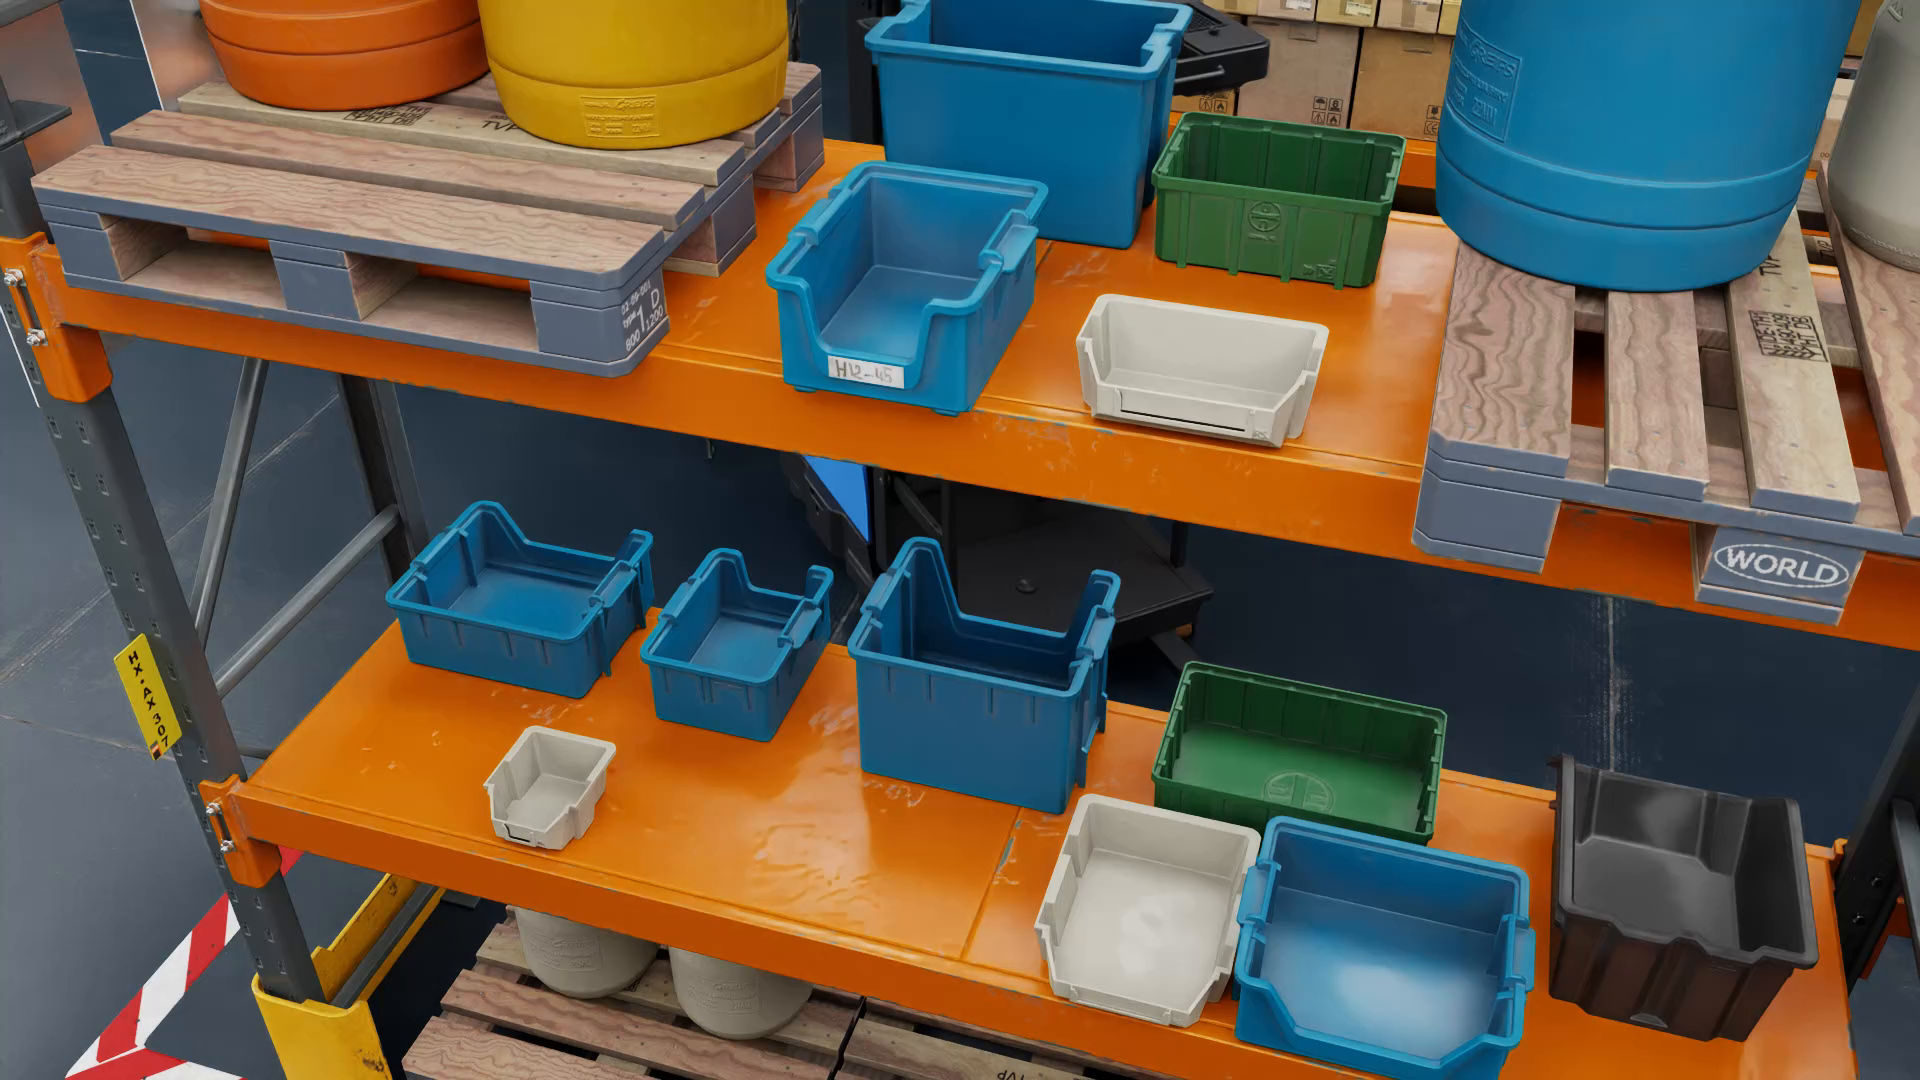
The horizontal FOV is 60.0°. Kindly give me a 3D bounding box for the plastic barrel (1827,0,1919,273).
[{"bbox_3d":[1.696,-0.724,2.724,0.421,0.512,0.421,0,36,0],"label":"plastic barrel"}]

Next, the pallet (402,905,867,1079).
[{"bbox_3d":[-0.909,1.435,5.122,1.213,0.211,1.003,10,38,14],"label":"pallet"}]

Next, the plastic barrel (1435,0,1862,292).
[{"bbox_3d":[1.131,-0.930,2.675,0.708,0.901,0.600,10,38,14],"label":"plastic barrel"}]

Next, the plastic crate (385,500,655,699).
[{"bbox_3d":[-1.202,0.158,4.631,0.616,0.251,0.499,10,38,14],"label":"plastic crate"}]

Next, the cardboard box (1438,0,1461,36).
[{"bbox_3d":[2.235,-2.326,7.248,0.250,0.149,0.380,10,38,14],"label":"cardboard box"}]

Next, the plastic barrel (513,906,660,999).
[{"bbox_3d":[-1.118,1.085,4.990,0.421,0.512,0.421,0,36,0],"label":"plastic barrel"}]

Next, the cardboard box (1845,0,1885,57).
[{"bbox_3d":[6.218,-3.707,11.493,0.500,0.500,0.700,10,37,13],"label":"cardboard box"}]

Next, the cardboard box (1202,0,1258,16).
[{"bbox_3d":[1.251,-2.507,7.494,0.250,0.149,0.380,10,38,13],"label":"cardboard box"}]

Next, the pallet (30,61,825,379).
[{"bbox_3d":[-1.009,-0.752,3.370,1.213,0.211,1.003,10,38,14],"label":"pallet"}]

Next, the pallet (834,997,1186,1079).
[{"bbox_3d":[0.252,1.652,4.828,1.213,0.211,1.003,10,38,14],"label":"pallet"}]

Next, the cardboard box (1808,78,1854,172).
[{"bbox_3d":[4.012,-1.794,7.283,0.500,0.250,0.500,13,38,17],"label":"cardboard box"}]

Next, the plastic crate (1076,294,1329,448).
[{"bbox_3d":[0.396,-0.271,2.780,0.396,0.136,0.243,10,38,14],"label":"plastic crate"}]

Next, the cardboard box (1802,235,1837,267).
[{"bbox_3d":[4.001,-1.295,7.971,0.500,0.311,0.500,10,38,14],"label":"cardboard box"}]

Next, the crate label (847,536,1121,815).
[{"bbox_3d":[0.068,0.337,4.232,0.616,0.435,0.502,10,38,14],"label":"crate label"}]

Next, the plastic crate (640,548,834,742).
[{"bbox_3d":[-0.584,0.276,4.470,0.408,0.251,0.499,10,38,14],"label":"plastic crate"}]

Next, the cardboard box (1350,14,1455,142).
[{"bbox_3d":[2.121,-2.212,7.640,0.500,0.500,0.700,11,38,15],"label":"cardboard box"}]

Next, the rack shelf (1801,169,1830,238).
[{"bbox_3d":[5.438,-1.273,7.056,4.000,0.370,1.077,10,38,14],"label":"rack shelf"}]

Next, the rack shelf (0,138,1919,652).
[{"bbox_3d":[0.140,-0.386,3.321,4.000,0.370,1.077,10,38,14],"label":"rack shelf"}]

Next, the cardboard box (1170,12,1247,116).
[{"bbox_3d":[1.128,-2.393,7.886,0.500,0.500,0.700,11,38,14],"label":"cardboard box"}]

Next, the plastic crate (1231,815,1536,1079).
[{"bbox_3d":[0.911,0.904,3.617,0.616,0.251,0.499,10,38,14],"label":"plastic crate"}]

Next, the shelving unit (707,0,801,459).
[{"bbox_3d":[-0.923,-1.342,7.302,0.503,2.100,0.431,0,36,0],"label":"shelving unit"}]

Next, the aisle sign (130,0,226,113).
[{"bbox_3d":[-1.750,-1.049,3.952,0.004,0.787,0.394,10,38,14],"label":"aisle sign"}]

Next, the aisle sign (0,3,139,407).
[{"bbox_3d":[-1.925,-0.715,3.498,0.004,0.787,0.394,10,38,14],"label":"aisle sign"}]

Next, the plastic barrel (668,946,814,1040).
[{"bbox_3d":[-0.640,1.173,4.870,0.421,0.512,0.421,0,36,0],"label":"plastic barrel"}]

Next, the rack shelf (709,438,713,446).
[{"bbox_3d":[-0.923,-0.767,7.725,0.480,0.518,0.431,0,36,0],"label":"rack shelf"}]

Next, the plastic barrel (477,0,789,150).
[{"bbox_3d":[-0.643,-1.145,3.231,0.600,0.588,0.600,0,36,0],"label":"plastic barrel"}]

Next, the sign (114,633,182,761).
[{"bbox_3d":[-1.938,0.378,3.973,0.005,0.325,0.100,10,38,14],"label":"sign"}]

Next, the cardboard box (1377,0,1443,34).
[{"bbox_3d":[1.994,-2.370,7.308,0.250,0.149,0.380,12,38,15],"label":"cardboard box"}]

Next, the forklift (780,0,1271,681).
[{"bbox_3d":[0.290,-0.810,5.878,1.130,2.935,3.031,-16,39,-21],"label":"forklift"}]

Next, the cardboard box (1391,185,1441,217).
[{"bbox_3d":[2.069,-1.420,7.981,0.500,0.500,0.500,10,38,14],"label":"cardboard box"}]

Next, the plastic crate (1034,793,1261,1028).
[{"bbox_3d":[0.423,0.848,3.790,0.437,0.136,0.530,10,38,14],"label":"plastic crate"}]

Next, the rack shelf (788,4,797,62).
[{"bbox_3d":[-0.923,-1.895,6.895,0.480,0.518,0.431,0,36,0],"label":"rack shelf"}]

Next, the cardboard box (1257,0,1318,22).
[{"bbox_3d":[1.488,-2.461,7.432,0.250,0.149,0.380,11,38,14],"label":"cardboard box"}]

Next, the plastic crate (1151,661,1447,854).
[{"bbox_3d":[0.837,0.571,4.122,0.662,0.188,0.450,10,38,14],"label":"plastic crate"}]

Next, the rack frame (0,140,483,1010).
[{"bbox_3d":[-1.769,0.179,4.477,0.127,3.000,1.000,10,38,14],"label":"rack frame"}]

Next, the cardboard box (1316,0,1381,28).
[{"bbox_3d":[1.740,-2.415,7.369,0.250,0.149,0.380,12,38,15],"label":"cardboard box"}]

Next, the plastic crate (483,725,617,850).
[{"bbox_3d":[-1.011,0.625,4.093,0.250,0.136,0.298,10,38,14],"label":"plastic crate"}]

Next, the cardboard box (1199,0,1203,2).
[{"bbox_3d":[1.007,-2.552,7.555,0.250,0.149,0.380,9,37,12],"label":"cardboard box"}]

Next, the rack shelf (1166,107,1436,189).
[{"bbox_3d":[1.620,-1.980,8.017,4.000,0.370,1.077,10,38,14],"label":"rack shelf"}]

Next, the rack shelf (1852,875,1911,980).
[{"bbox_3d":[3.958,1.529,3.249,4.000,0.370,1.077,10,38,14],"label":"rack shelf"}]

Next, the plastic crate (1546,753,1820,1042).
[{"bbox_3d":[1.587,0.746,3.758,0.504,0.338,0.767,10,38,14],"label":"plastic crate"}]

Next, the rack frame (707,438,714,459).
[{"bbox_3d":[-1.167,-1.341,7.301,0.015,2.100,0.400,0,36,0],"label":"rack frame"}]

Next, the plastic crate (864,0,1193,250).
[{"bbox_3d":[0.141,-0.856,3.366,0.575,0.384,0.392,10,38,14],"label":"plastic crate"}]

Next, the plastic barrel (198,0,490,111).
[{"bbox_3d":[-1.268,-1.358,3.317,0.708,0.830,0.600,10,38,14],"label":"plastic barrel"}]

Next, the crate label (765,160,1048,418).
[{"bbox_3d":[-0.081,-0.452,2.928,0.408,0.251,0.502,10,38,14],"label":"crate label"}]

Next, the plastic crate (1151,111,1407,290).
[{"bbox_3d":[0.624,-0.670,3.278,0.450,0.188,0.336,10,38,14],"label":"plastic crate"}]

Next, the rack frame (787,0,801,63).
[{"bbox_3d":[-0.679,-1.343,7.304,0.015,2.100,0.400,0,36,0],"label":"rack frame"}]

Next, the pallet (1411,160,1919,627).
[{"bbox_3d":[1.331,-0.319,2.781,1.003,0.211,1.213,10,38,14],"label":"pallet"}]

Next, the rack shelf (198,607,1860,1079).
[{"bbox_3d":[0.140,0.822,4.210,4.000,0.370,1.077,10,38,14],"label":"rack shelf"}]

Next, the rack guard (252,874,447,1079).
[{"bbox_3d":[-1.683,1.172,5.236,0.348,0.500,1.175,10,38,14],"label":"rack guard"}]

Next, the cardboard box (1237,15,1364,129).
[{"bbox_3d":[1.631,-2.302,7.762,0.500,0.500,0.700,12,38,15],"label":"cardboard box"}]

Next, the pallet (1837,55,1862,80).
[{"bbox_3d":[5.746,-3.460,11.773,1.213,0.211,1.003,10,38,14],"label":"pallet"}]
